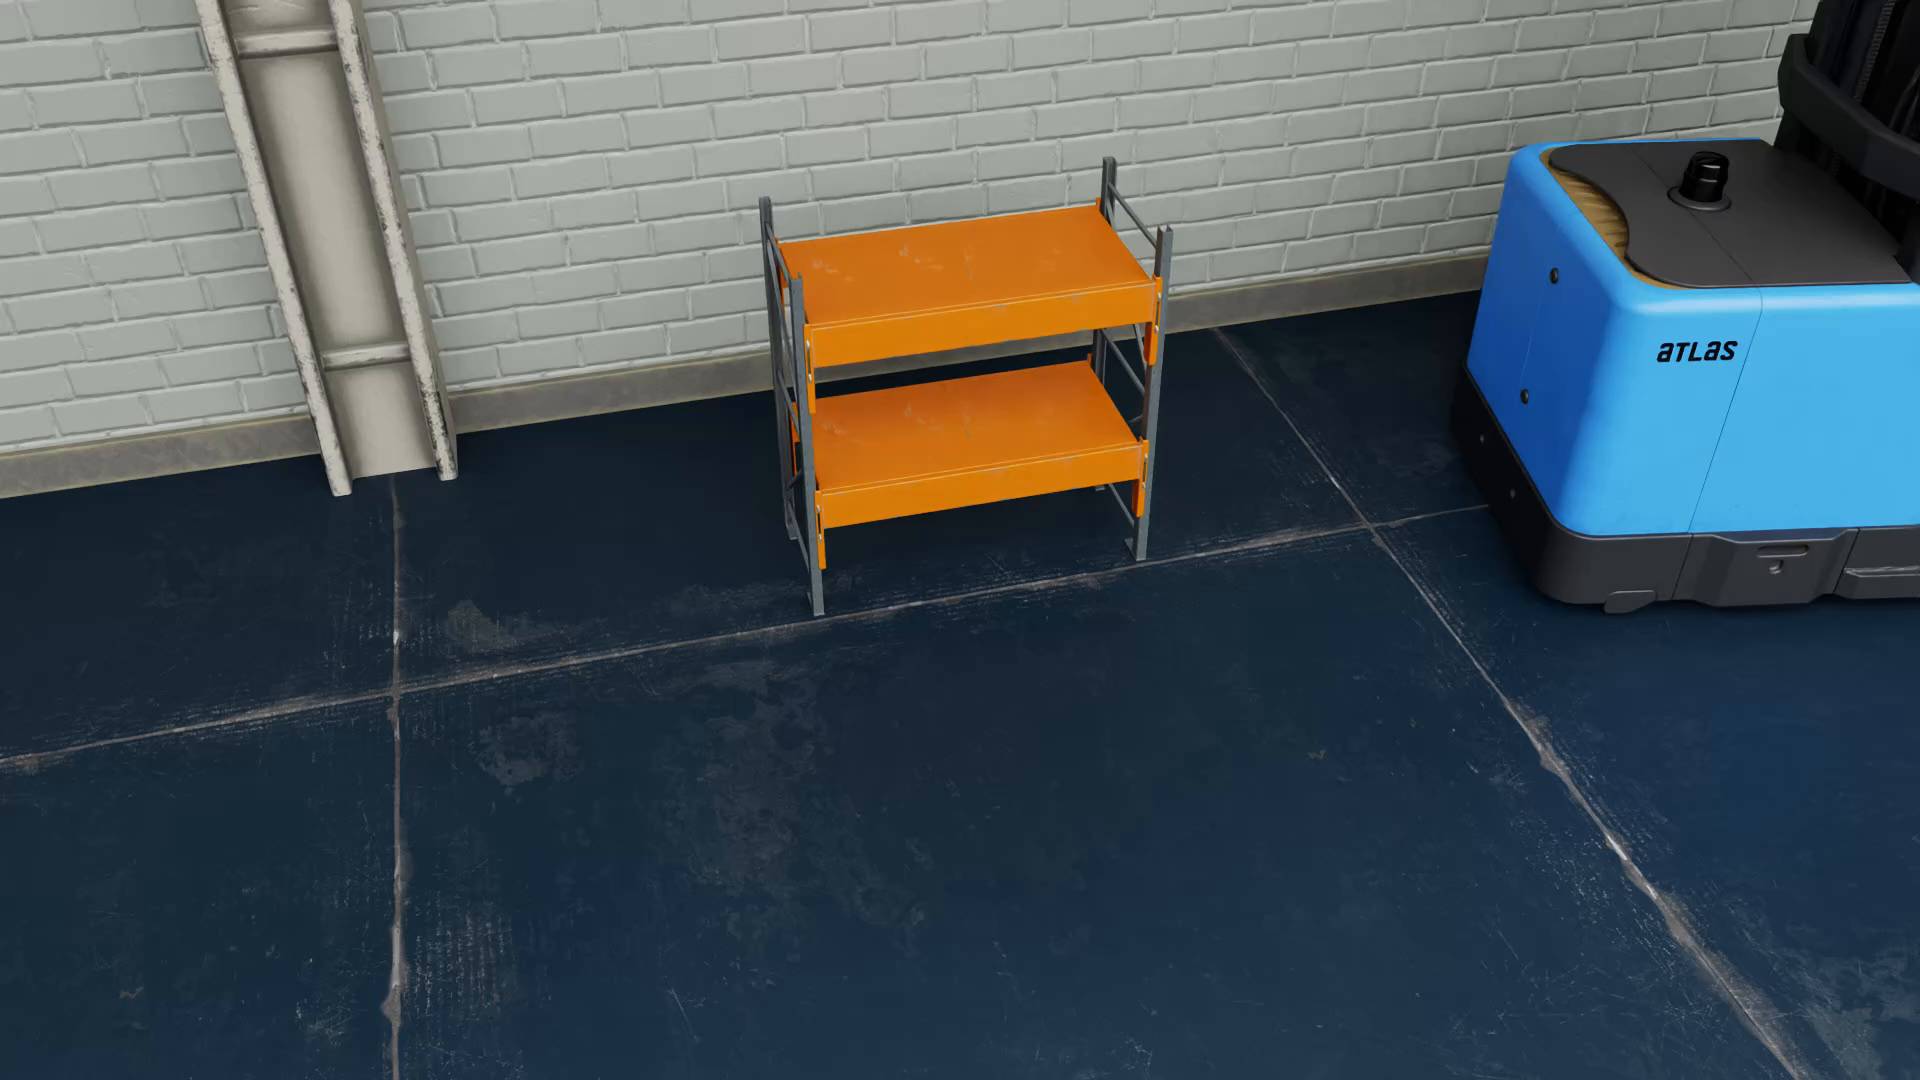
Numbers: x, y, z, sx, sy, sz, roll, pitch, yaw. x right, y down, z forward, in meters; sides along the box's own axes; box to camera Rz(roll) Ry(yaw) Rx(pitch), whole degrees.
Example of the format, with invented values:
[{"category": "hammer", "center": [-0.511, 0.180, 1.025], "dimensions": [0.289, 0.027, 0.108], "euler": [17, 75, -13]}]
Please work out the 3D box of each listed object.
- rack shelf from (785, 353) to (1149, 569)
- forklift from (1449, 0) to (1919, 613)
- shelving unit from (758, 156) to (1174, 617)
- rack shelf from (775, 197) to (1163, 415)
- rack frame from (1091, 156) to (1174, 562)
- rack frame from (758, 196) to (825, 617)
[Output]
[{"category": "rack shelf", "center": [0.007, -0.254, 5.058], "dimensions": [1.000, 0.278, 0.538], "euler": [-9, 38, -12]}, {"category": "forklift", "center": [3.197, -1.288, 4.521], "dimensions": [3.031, 2.935, 1.130], "euler": [-2, 37, -3]}, {"category": "shelving unit", "center": [0.007, -0.448, 4.910], "dimensions": [1.048, 1.125, 0.538], "euler": [-9, 38, -12]}, {"category": "rack shelf", "center": [0.007, -0.680, 4.732], "dimensions": [1.000, 0.278, 0.538], "euler": [-9, 38, -12]}, {"category": "rack frame", "center": [0.497, -0.528, 5.015], "dimensions": [0.032, 1.125, 0.500], "euler": [-9, 38, -12]}, {"category": "rack frame", "center": [-0.484, -0.367, 4.804], "dimensions": [0.032, 1.125, 0.500], "euler": [-9, 38, -12]}]
